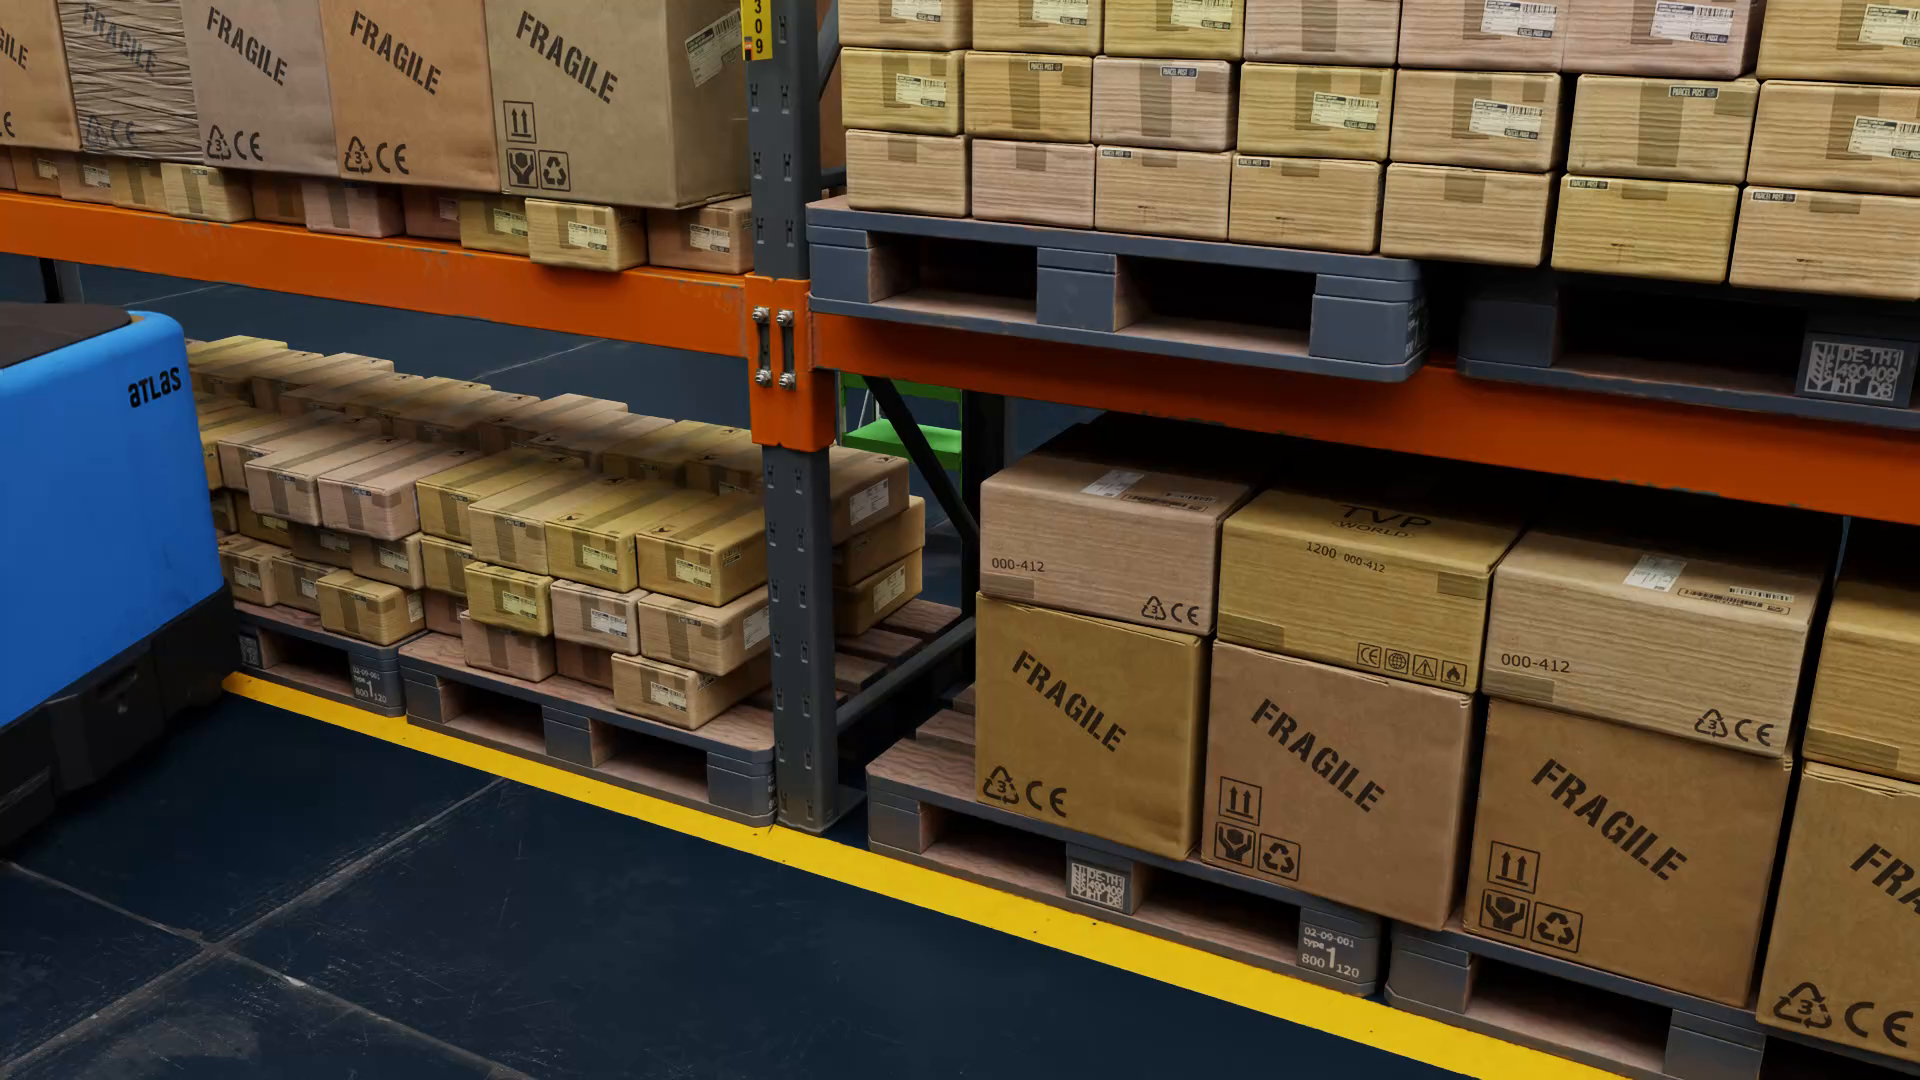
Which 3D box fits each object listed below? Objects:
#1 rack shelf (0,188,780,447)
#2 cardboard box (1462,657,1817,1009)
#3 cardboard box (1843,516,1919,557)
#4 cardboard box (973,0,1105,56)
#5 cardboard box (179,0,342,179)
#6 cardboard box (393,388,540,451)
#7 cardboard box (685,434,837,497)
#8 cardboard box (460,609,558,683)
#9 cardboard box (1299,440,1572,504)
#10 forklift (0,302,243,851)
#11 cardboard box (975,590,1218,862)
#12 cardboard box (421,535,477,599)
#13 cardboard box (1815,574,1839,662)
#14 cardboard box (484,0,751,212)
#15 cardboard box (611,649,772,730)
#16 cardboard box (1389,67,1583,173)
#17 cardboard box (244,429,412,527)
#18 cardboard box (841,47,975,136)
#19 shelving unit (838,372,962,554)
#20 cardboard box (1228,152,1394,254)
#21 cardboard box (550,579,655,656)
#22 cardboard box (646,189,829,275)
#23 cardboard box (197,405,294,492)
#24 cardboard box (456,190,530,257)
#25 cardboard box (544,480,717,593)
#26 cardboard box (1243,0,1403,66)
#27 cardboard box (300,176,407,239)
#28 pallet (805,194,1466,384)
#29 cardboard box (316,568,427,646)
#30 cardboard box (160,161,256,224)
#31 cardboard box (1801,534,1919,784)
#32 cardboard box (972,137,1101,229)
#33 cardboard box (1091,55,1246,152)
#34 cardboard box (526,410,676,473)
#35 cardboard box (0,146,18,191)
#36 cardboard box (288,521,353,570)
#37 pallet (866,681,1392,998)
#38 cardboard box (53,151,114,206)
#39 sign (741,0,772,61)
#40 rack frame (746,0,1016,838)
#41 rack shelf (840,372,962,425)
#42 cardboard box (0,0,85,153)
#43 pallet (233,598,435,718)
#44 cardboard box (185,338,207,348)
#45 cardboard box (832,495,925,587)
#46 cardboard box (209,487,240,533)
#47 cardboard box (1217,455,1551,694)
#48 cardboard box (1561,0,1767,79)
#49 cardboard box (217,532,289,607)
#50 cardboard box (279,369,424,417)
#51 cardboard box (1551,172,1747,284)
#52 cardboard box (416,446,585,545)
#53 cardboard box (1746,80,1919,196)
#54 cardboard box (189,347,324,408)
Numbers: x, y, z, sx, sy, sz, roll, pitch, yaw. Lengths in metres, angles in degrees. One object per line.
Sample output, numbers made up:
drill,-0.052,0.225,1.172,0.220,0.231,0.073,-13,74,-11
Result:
rack shelf,-1.888,-0.860,4.892,4.000,0.370,1.077,11,23,27
cardboard box,1.300,0.484,3.181,0.500,0.500,0.500,11,23,28
cardboard box,1.997,0.067,3.230,0.500,0.250,0.500,11,23,28
cardboard box,0.224,-0.978,3.042,0.250,0.149,0.380,11,23,29
cardboard box,-1.589,-1.219,4.243,0.500,0.500,0.500,11,23,27
cardboard box,-1.498,-0.336,5.086,0.250,0.149,0.380,10,22,25
cardboard box,-0.554,-0.185,4.669,0.250,0.149,0.380,12,23,30
cardboard box,-1.099,0.220,4.423,0.250,0.149,0.380,10,22,26
cardboard box,1.073,-0.103,3.699,0.500,0.250,0.500,12,23,30
forklift,-2.770,-0.502,2.951,1.130,2.935,3.031,3,20,9
cardboard box,0.373,0.314,3.651,0.500,0.500,0.500,12,23,29
cardboard box,-1.228,0.028,4.518,0.250,0.149,0.380,11,23,28
cardboard box,1.966,0.417,3.366,0.500,0.500,0.500,10,22,26
cardboard box,-0.702,-1.049,3.775,0.500,0.500,0.500,11,23,27
cardboard box,-0.651,0.313,4.168,0.250,0.149,0.380,11,23,28
cardboard box,0.894,-0.710,2.740,0.250,0.149,0.380,12,23,29
cardboard box,-1.754,-0.179,4.653,0.250,0.149,0.380,10,22,25
cardboard box,-0.023,-0.882,3.215,0.250,0.149,0.380,11,23,28
shelving unit,-0.145,-0.592,5.736,0.503,1.200,0.258,11,23,27
cardboard box,0.657,-0.613,2.910,0.250,0.149,0.380,11,23,28
cardboard box,-0.815,0.138,4.214,0.250,0.149,0.380,10,22,25
cardboard box,-0.506,-0.725,3.834,0.250,0.149,0.380,11,22,27
cardboard box,-2.184,-0.267,4.894,0.250,0.149,0.380,11,23,28
cardboard box,-0.988,-0.798,4.035,0.250,0.149,0.380,12,23,29
cardboard box,-0.822,-0.015,4.200,0.250,0.149,0.380,11,23,28
cardboard box,0.663,-0.892,2.806,0.250,0.149,0.380,10,22,27
cardboard box,-1.453,-0.885,4.273,0.250,0.149,0.380,10,22,25
pallet,0.454,-0.605,3.416,1.213,0.211,1.003,11,23,27
cardboard box,-1.555,0.141,4.642,0.250,0.149,0.380,11,23,27
cardboard box,-1.906,-0.964,4.492,0.250,0.149,0.380,11,23,28
cardboard box,1.743,0.219,2.813,0.500,0.250,0.500,11,23,29
cardboard box,0.222,-0.698,3.144,0.250,0.149,0.380,11,23,28
cardboard box,0.430,-0.797,2.980,0.250,0.149,0.380,11,23,29
cardboard box,-1.037,-0.249,4.845,0.250,0.149,0.380,10,22,26
cardboard box,-2.767,-1.168,5.056,0.250,0.149,0.380,12,23,30
cardboard box,-1.684,-0.059,4.758,0.250,0.149,0.380,10,22,25
pallet,0.538,0.574,3.973,1.213,0.211,1.003,11,23,27
cardboard box,-2.341,-1.066,4.775,0.250,0.149,0.380,10,22,26
sign,-0.400,-1.110,3.256,0.005,0.325,0.100,11,23,27
rack frame,-0.142,-0.866,3.853,0.127,3.000,1.000,11,23,27
rack shelf,-0.145,-0.532,5.758,0.480,0.148,0.258,11,23,27
cardboard box,-2.476,-1.394,4.727,0.500,0.500,0.500,11,23,28
pallet,-1.815,0.141,5.166,1.213,0.211,1.003,11,23,27
cardboard box,-2.857,-0.596,5.803,0.250,0.149,0.380,11,23,28
cardboard box,-0.303,-0.018,4.645,0.250,0.149,0.380,12,23,30
cardboard box,-2.128,-0.164,5.047,0.250,0.149,0.380,12,23,30
cardboard box,0.840,0.049,3.282,0.500,0.250,0.500,11,23,29
cardboard box,1.107,-0.808,2.573,0.250,0.149,0.380,12,23,29
cardboard box,-1.976,0.048,4.900,0.250,0.149,0.380,11,23,27
cardboard box,-1.936,-0.424,5.328,0.250,0.149,0.380,10,22,26
cardboard box,1.120,-0.527,2.672,0.250,0.149,0.380,10,22,26
cardboard box,-1.232,-0.121,4.491,0.250,0.149,0.380,12,23,29
cardboard box,1.344,-0.623,2.500,0.250,0.149,0.380,10,22,26
cardboard box,-2.374,-0.529,5.617,0.250,0.149,0.380,10,22,25
